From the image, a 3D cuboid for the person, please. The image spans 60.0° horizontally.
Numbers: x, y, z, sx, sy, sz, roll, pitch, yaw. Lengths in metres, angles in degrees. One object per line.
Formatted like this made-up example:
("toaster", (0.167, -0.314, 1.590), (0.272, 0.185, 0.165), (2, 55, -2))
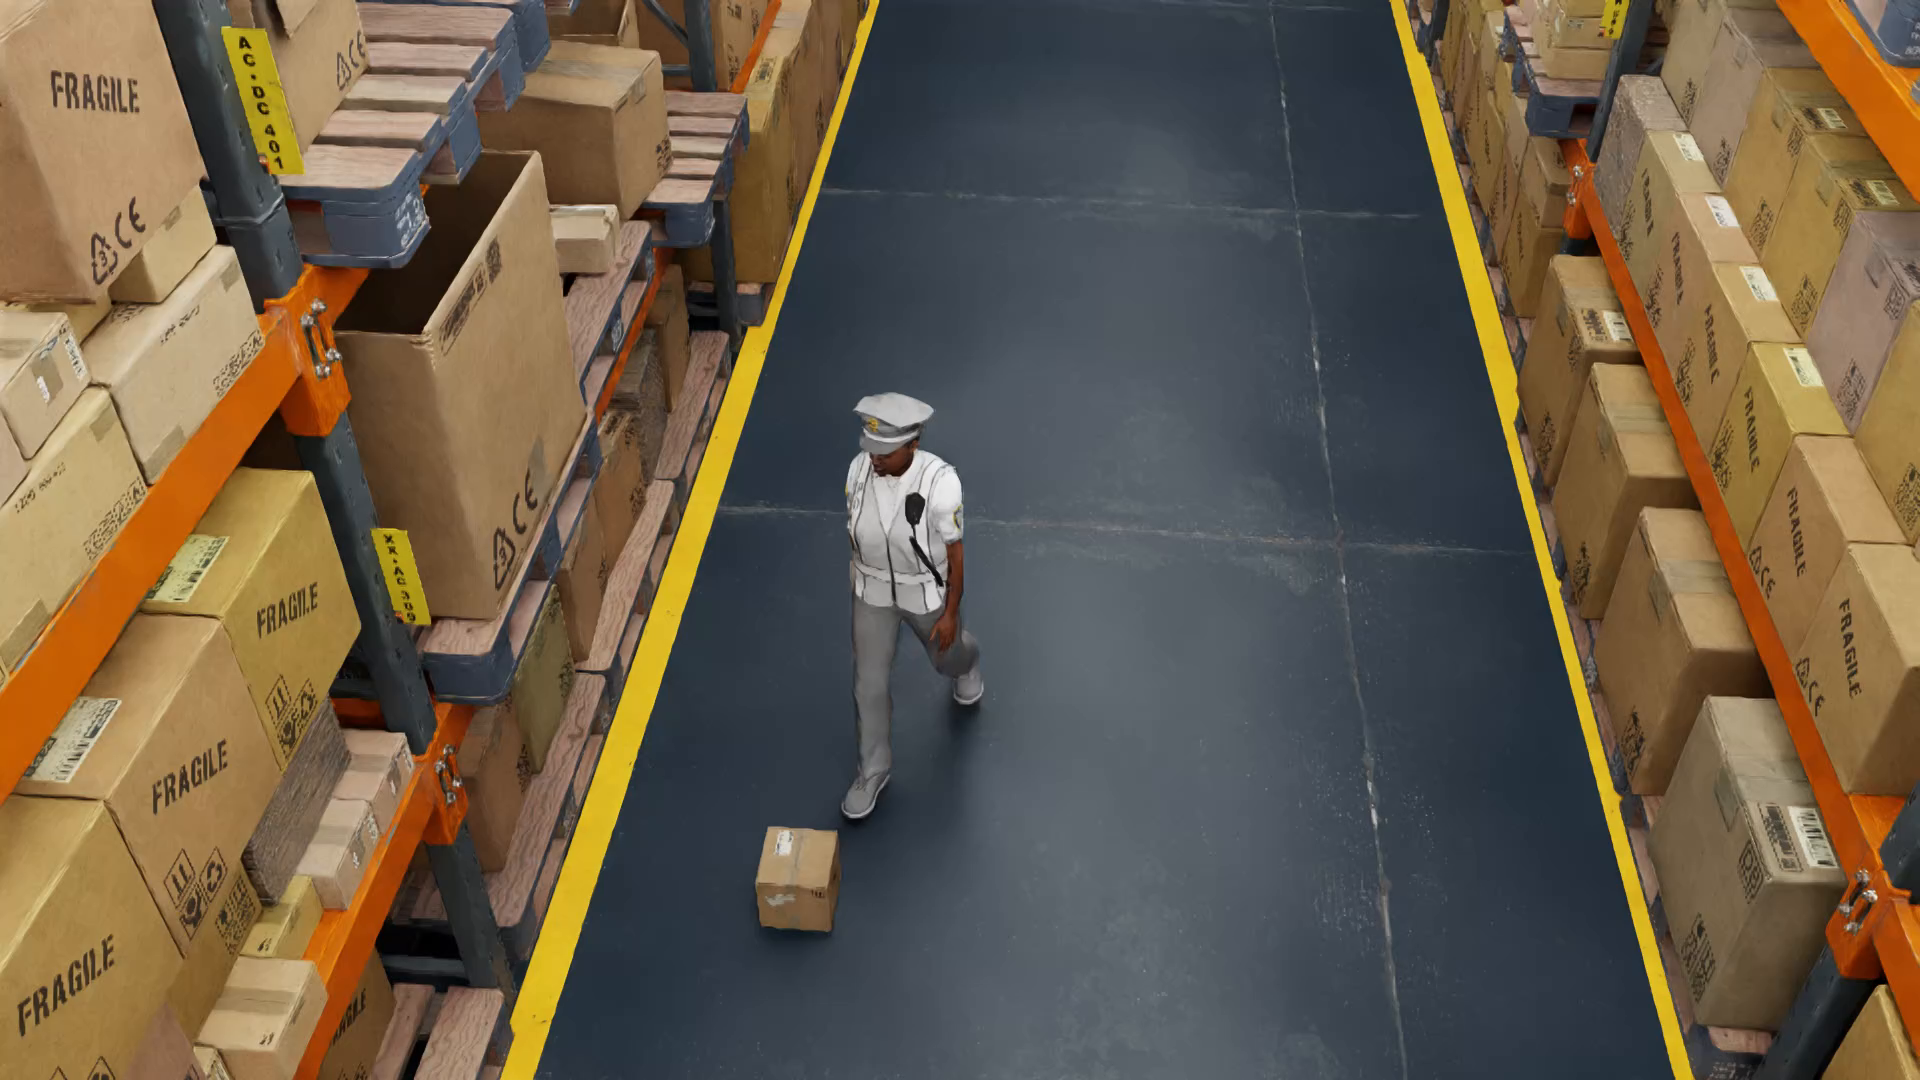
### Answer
("person", (-0.198, 0.174, 5.941), (0.442, 1.647, 0.893), (10, 41, 11))
